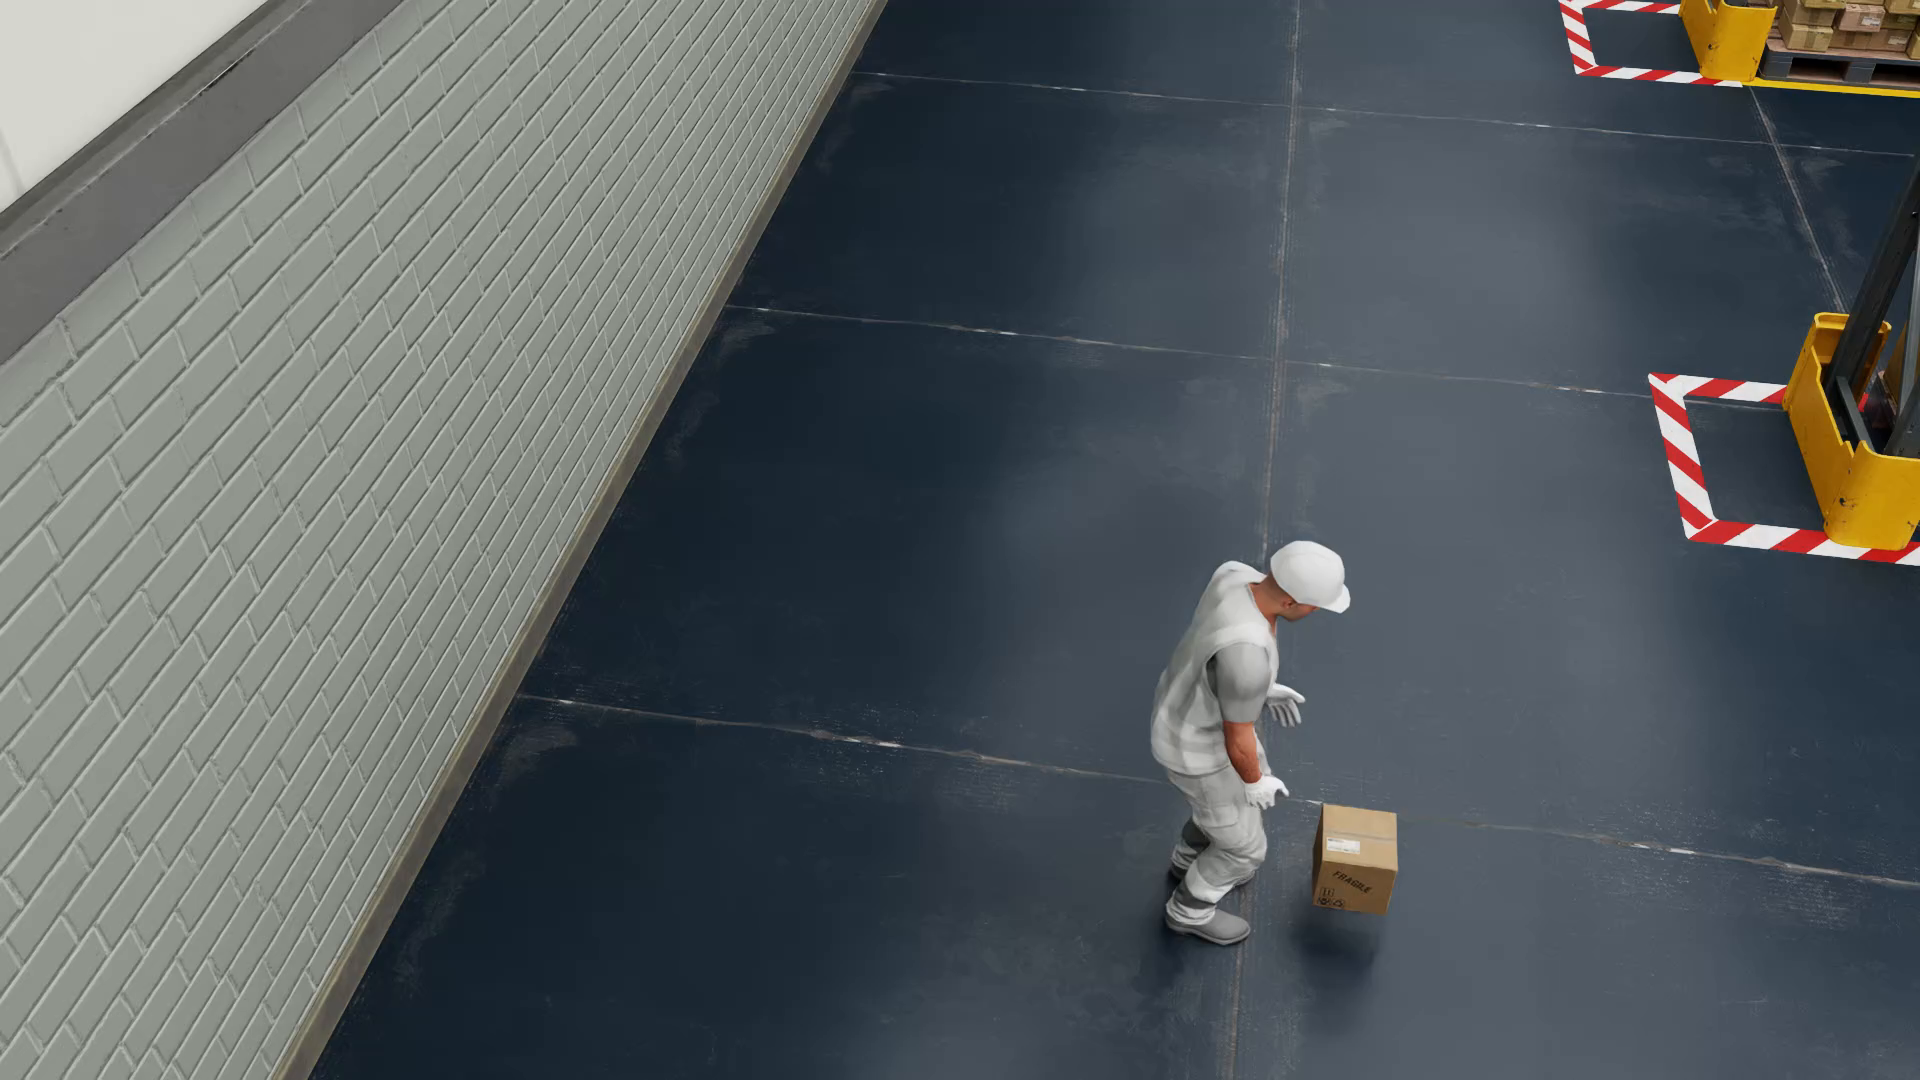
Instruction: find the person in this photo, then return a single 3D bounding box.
[{"bbox_3d":[0.905,0.641,5.476,0.558,1.666,0.559,7,41,9],"label":"person"}]
